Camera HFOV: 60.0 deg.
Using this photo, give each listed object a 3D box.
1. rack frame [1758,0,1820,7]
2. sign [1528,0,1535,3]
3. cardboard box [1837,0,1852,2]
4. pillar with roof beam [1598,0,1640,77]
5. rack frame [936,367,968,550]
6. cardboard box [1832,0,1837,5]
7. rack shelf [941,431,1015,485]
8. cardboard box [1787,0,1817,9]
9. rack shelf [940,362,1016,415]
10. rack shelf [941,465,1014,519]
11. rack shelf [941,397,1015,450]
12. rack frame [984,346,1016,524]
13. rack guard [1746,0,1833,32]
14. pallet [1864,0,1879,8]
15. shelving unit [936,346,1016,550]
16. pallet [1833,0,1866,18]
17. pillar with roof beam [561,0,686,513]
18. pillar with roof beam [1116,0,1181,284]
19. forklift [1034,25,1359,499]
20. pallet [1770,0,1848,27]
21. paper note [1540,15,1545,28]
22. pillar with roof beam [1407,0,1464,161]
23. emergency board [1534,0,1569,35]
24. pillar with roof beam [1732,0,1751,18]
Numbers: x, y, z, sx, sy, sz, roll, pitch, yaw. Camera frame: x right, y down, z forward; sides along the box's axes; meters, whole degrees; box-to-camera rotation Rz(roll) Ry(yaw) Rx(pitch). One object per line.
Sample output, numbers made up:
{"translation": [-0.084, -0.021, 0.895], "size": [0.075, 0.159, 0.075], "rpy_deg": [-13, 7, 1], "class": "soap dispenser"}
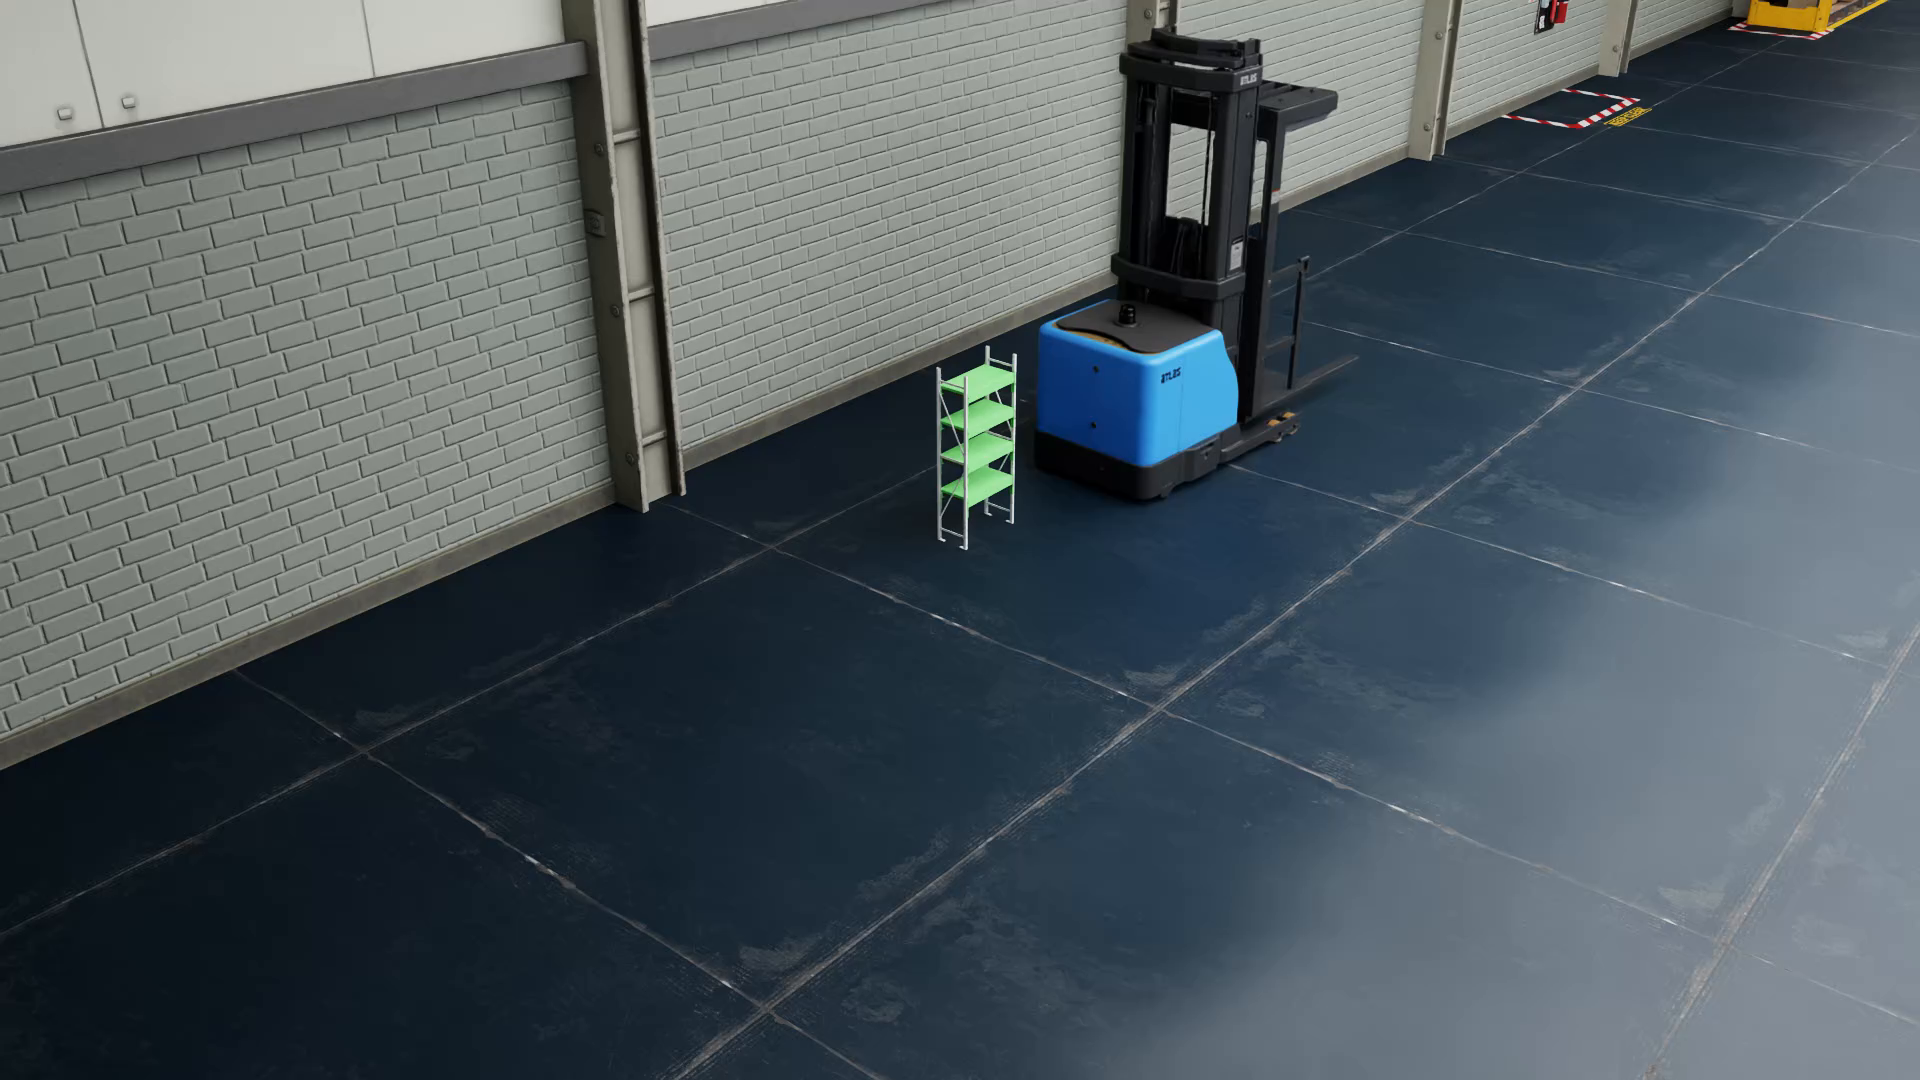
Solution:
{"translation": [13.353, -9.638, 26.248], "size": [1.000, 3.000, 0.127], "rpy_deg": [21, 34, 34], "class": "rack frame"}
{"translation": [7.282, -6.997, 21.103], "size": [0.001, 0.329, 0.234], "rpy_deg": [21, 34, 34], "class": "sign"}
{"translation": [14.731, -9.390, 28.010], "size": [0.700, 0.500, 0.500], "rpy_deg": [18, 33, 31], "class": "cardboard box"}
{"translation": [12.637, -9.418, 19.294], "size": [9.100, 9.000, 0.400], "rpy_deg": [21, 34, 34], "class": "pillar with roof beam"}
{"translation": [-0.050, -0.505, 10.552], "size": [0.240, 1.200, 0.015], "rpy_deg": [21, 34, 34], "class": "rack frame"}
{"translation": [14.226, -9.060, 27.579], "size": [0.500, 0.311, 0.500], "rpy_deg": [24, 36, 38], "class": "cardboard box"}
{"translation": [0.105, -0.535, 10.749], "size": [0.258, 0.148, 0.480], "rpy_deg": [21, 34, 34], "class": "rack shelf"}
{"translation": [13.863, -8.858, 27.188], "size": [0.500, 0.311, 0.500], "rpy_deg": [17, 32, 29], "class": "cardboard box"}
{"translation": [0.105, -0.961, 10.528], "size": [0.258, 0.148, 0.480], "rpy_deg": [21, 34, 34], "class": "rack shelf"}
{"translation": [0.105, -0.322, 10.859], "size": [0.258, 0.148, 0.480], "rpy_deg": [21, 34, 34], "class": "rack shelf"}
{"translation": [0.105, -0.748, 10.639], "size": [0.258, 0.148, 0.480], "rpy_deg": [21, 34, 34], "class": "rack shelf"}
{"translation": [0.260, -0.678, 10.887], "size": [0.240, 1.200, 0.015], "rpy_deg": [21, 34, 34], "class": "rack frame"}
{"translation": [13.402, -8.555, 26.874], "size": [1.175, 0.500, 0.348], "rpy_deg": [21, 34, 34], "class": "rack guard"}
{"translation": [15.498, -9.569, 29.150], "size": [1.003, 0.211, 1.213], "rpy_deg": [21, 34, 34], "class": "pallet"}
{"translation": [0.105, -0.592, 10.720], "size": [0.258, 1.200, 0.503], "rpy_deg": [21, 34, 34], "class": "shelving unit"}
{"translation": [14.722, -9.135, 28.310], "size": [1.003, 0.211, 1.213], "rpy_deg": [21, 34, 34], "class": "pallet"}
{"translation": [1.187, -3.036, 6.957], "size": [9.100, 9.000, 0.400], "rpy_deg": [21, 34, 34], "class": "pillar with roof beam"}
{"translation": [5.004, -5.163, 11.069], "size": [9.100, 9.000, 0.400], "rpy_deg": [21, 34, 34], "class": "pillar with roof beam"}
{"translation": [1.900, -2.165, 11.878], "size": [1.130, 2.935, 3.031], "rpy_deg": [23, 35, 37], "class": "forklift"}
{"translation": [13.946, -8.704, 27.477], "size": [1.003, 0.211, 1.213], "rpy_deg": [21, 34, 34], "class": "pallet"}
{"translation": [7.548, -6.713, 21.552], "size": [0.016, 0.148, 0.142], "rpy_deg": [21, 34, 34], "class": "paper note"}
{"translation": [8.820, -7.291, 15.181], "size": [9.100, 9.000, 0.400], "rpy_deg": [21, 34, 34], "class": "pillar with roof beam"}
{"translation": [7.714, -7.147, 21.432], "size": [0.194, 1.169, 0.643], "rpy_deg": [21, 34, 34], "class": "emergency board"}
{"translation": [16.453, -11.545, 23.406], "size": [9.100, 9.000, 0.400], "rpy_deg": [21, 34, 34], "class": "pillar with roof beam"}
